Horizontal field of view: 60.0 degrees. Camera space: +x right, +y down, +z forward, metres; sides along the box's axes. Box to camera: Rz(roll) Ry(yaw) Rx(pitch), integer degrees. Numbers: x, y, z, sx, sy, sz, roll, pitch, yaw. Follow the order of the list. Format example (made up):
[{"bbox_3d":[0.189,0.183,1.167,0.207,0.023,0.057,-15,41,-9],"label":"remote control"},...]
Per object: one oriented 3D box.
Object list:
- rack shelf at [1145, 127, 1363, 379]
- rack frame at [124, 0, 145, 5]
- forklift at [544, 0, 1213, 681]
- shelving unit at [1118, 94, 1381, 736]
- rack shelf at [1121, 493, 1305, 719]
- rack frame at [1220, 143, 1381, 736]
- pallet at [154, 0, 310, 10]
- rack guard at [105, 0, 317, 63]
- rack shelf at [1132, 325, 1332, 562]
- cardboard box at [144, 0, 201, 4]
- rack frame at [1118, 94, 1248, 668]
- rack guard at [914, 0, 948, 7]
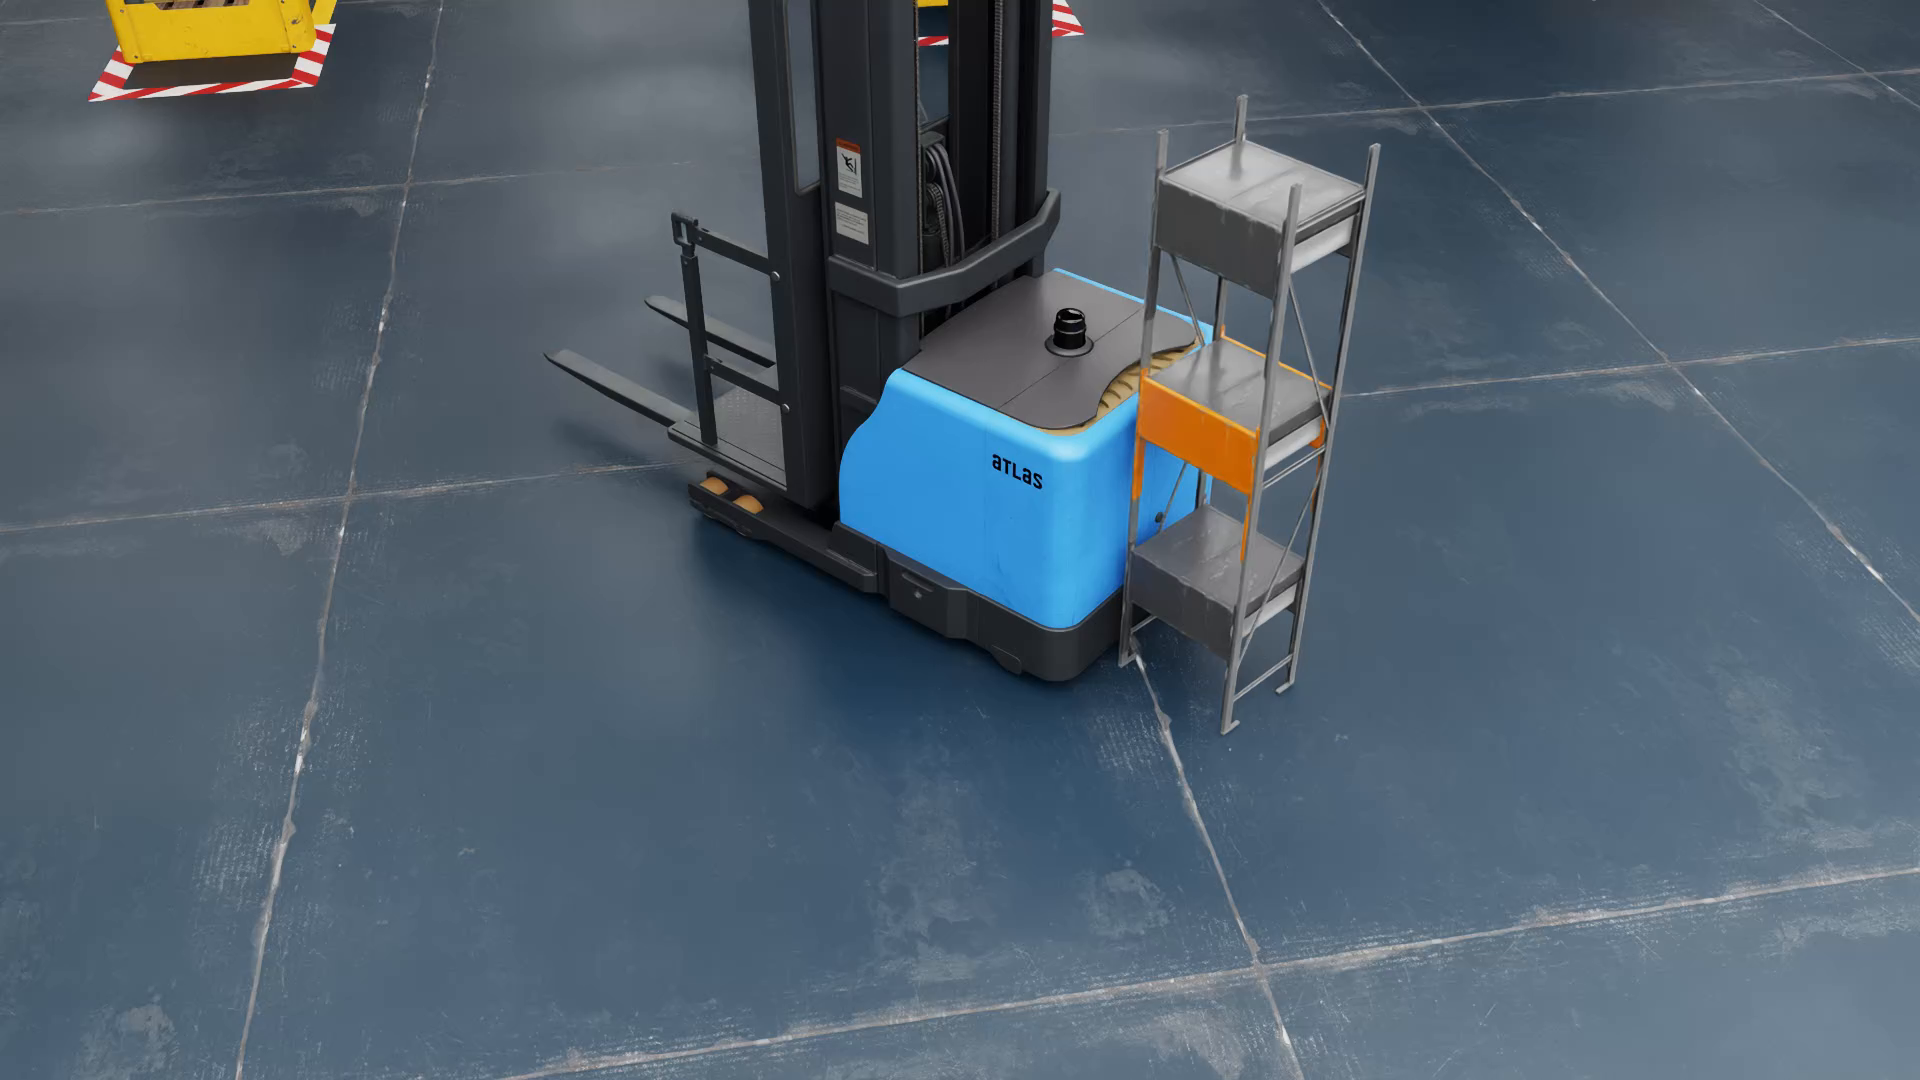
[{"bbox_3d":[0.895,-0.878,5.048,0.431,0.518,0.480,-30,47,-33],"label":"rack shelf"},{"bbox_3d":[-4.844,-4.426,10.002,1.000,3.000,0.127,-6,38,-8],"label":"rack frame"},{"bbox_3d":[-0.486,-1.398,6.161,3.031,2.935,1.130,26,45,30],"label":"forklift"},{"bbox_3d":[0.898,-0.335,5.468,0.431,2.100,0.503,-30,47,-33],"label":"shelving unit"},{"bbox_3d":[0.900,0.229,5.905,0.431,0.518,0.480,-30,47,-33],"label":"rack shelf"},{"bbox_3d":[1.065,-0.227,5.327,0.400,2.100,0.015,-30,47,-33],"label":"rack frame"},{"bbox_3d":[-5.019,-3.782,11.446,1.003,0.211,1.213,-6,38,-8],"label":"pallet"},{"bbox_3d":[-4.839,-3.424,10.750,1.175,0.500,0.348,-6,38,-8],"label":"rack guard"},{"bbox_3d":[0.898,-0.324,5.476,0.431,0.518,0.480,-30,47,-33],"label":"rack shelf"},{"bbox_3d":[-5.229,-3.798,11.093,0.500,0.250,0.500,-6,38,-8],"label":"cardboard box"},{"bbox_3d":[0.731,-0.444,5.609,0.400,2.100,0.015,-30,47,-33],"label":"rack frame"},{"bbox_3d":[-0.026,-4.010,11.504,1.175,0.500,0.348,-6,38,-8],"label":"rack guard"}]
